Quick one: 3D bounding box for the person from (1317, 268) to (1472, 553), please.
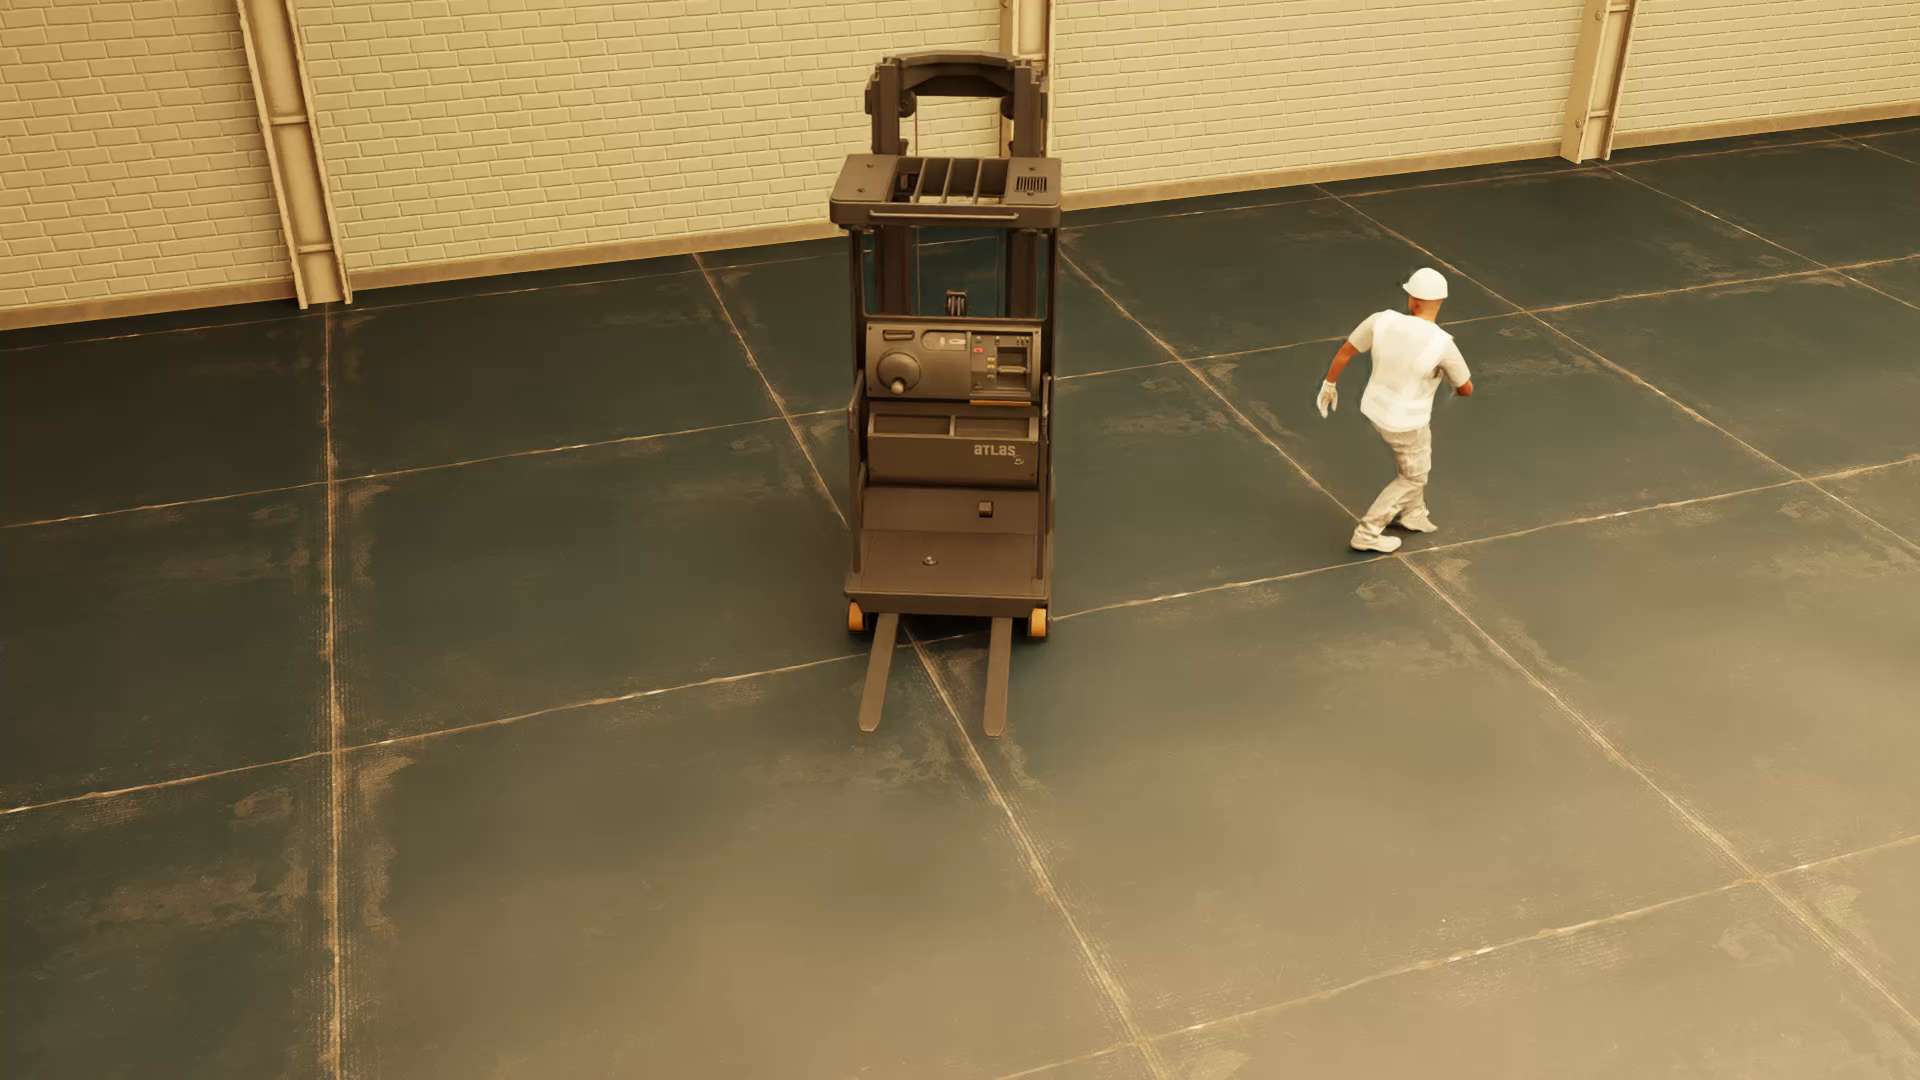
[{"bbox_3d":[2.557,-0.710,9.597,0.869,1.775,0.620,-12,32,-20],"label":"person"}]

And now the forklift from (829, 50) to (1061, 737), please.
[{"bbox_3d":[-0.047,-0.905,8.659,1.130,2.935,3.031,2,30,3],"label":"forklift"}]
